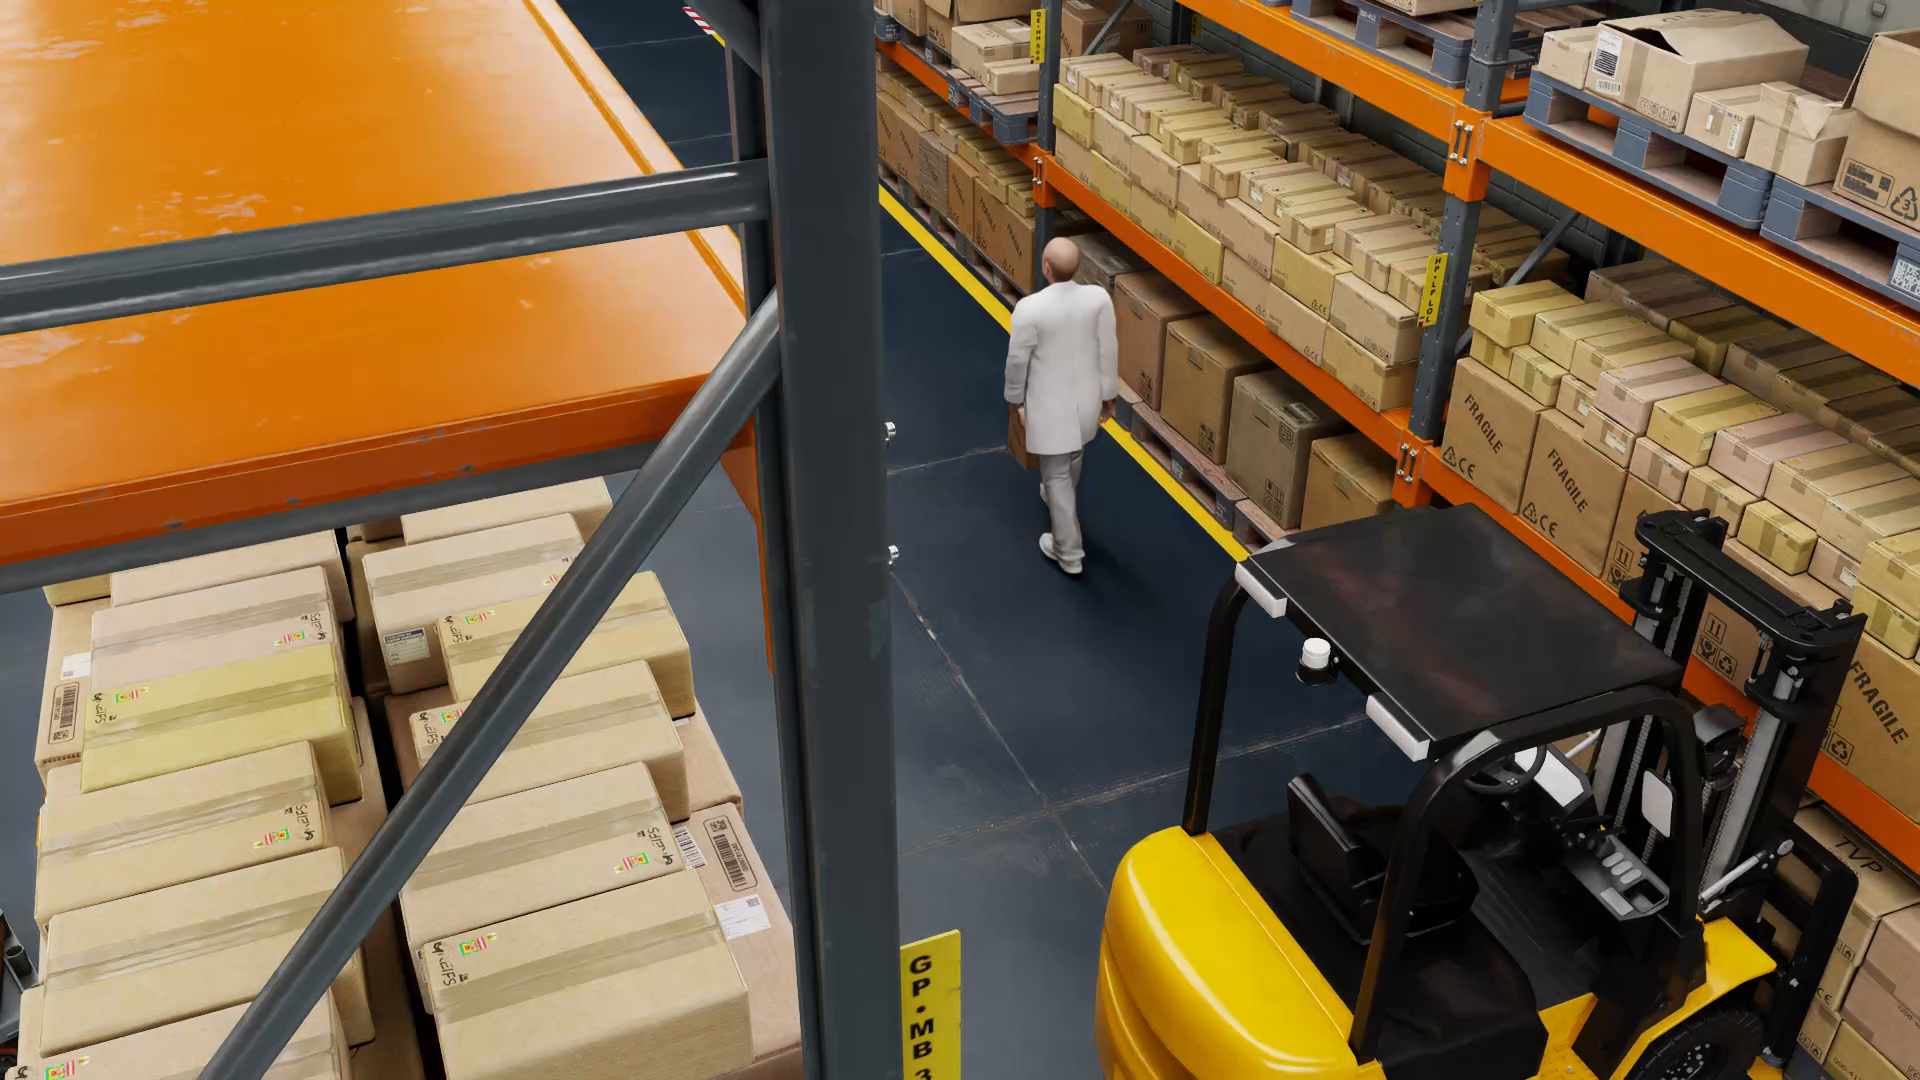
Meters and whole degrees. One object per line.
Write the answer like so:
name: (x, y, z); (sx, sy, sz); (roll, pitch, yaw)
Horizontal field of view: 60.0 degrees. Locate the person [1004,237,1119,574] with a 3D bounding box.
person: (0.484, -0.767, 8.694); (0.588, 1.755, 0.847); (-13, 35, -19)
